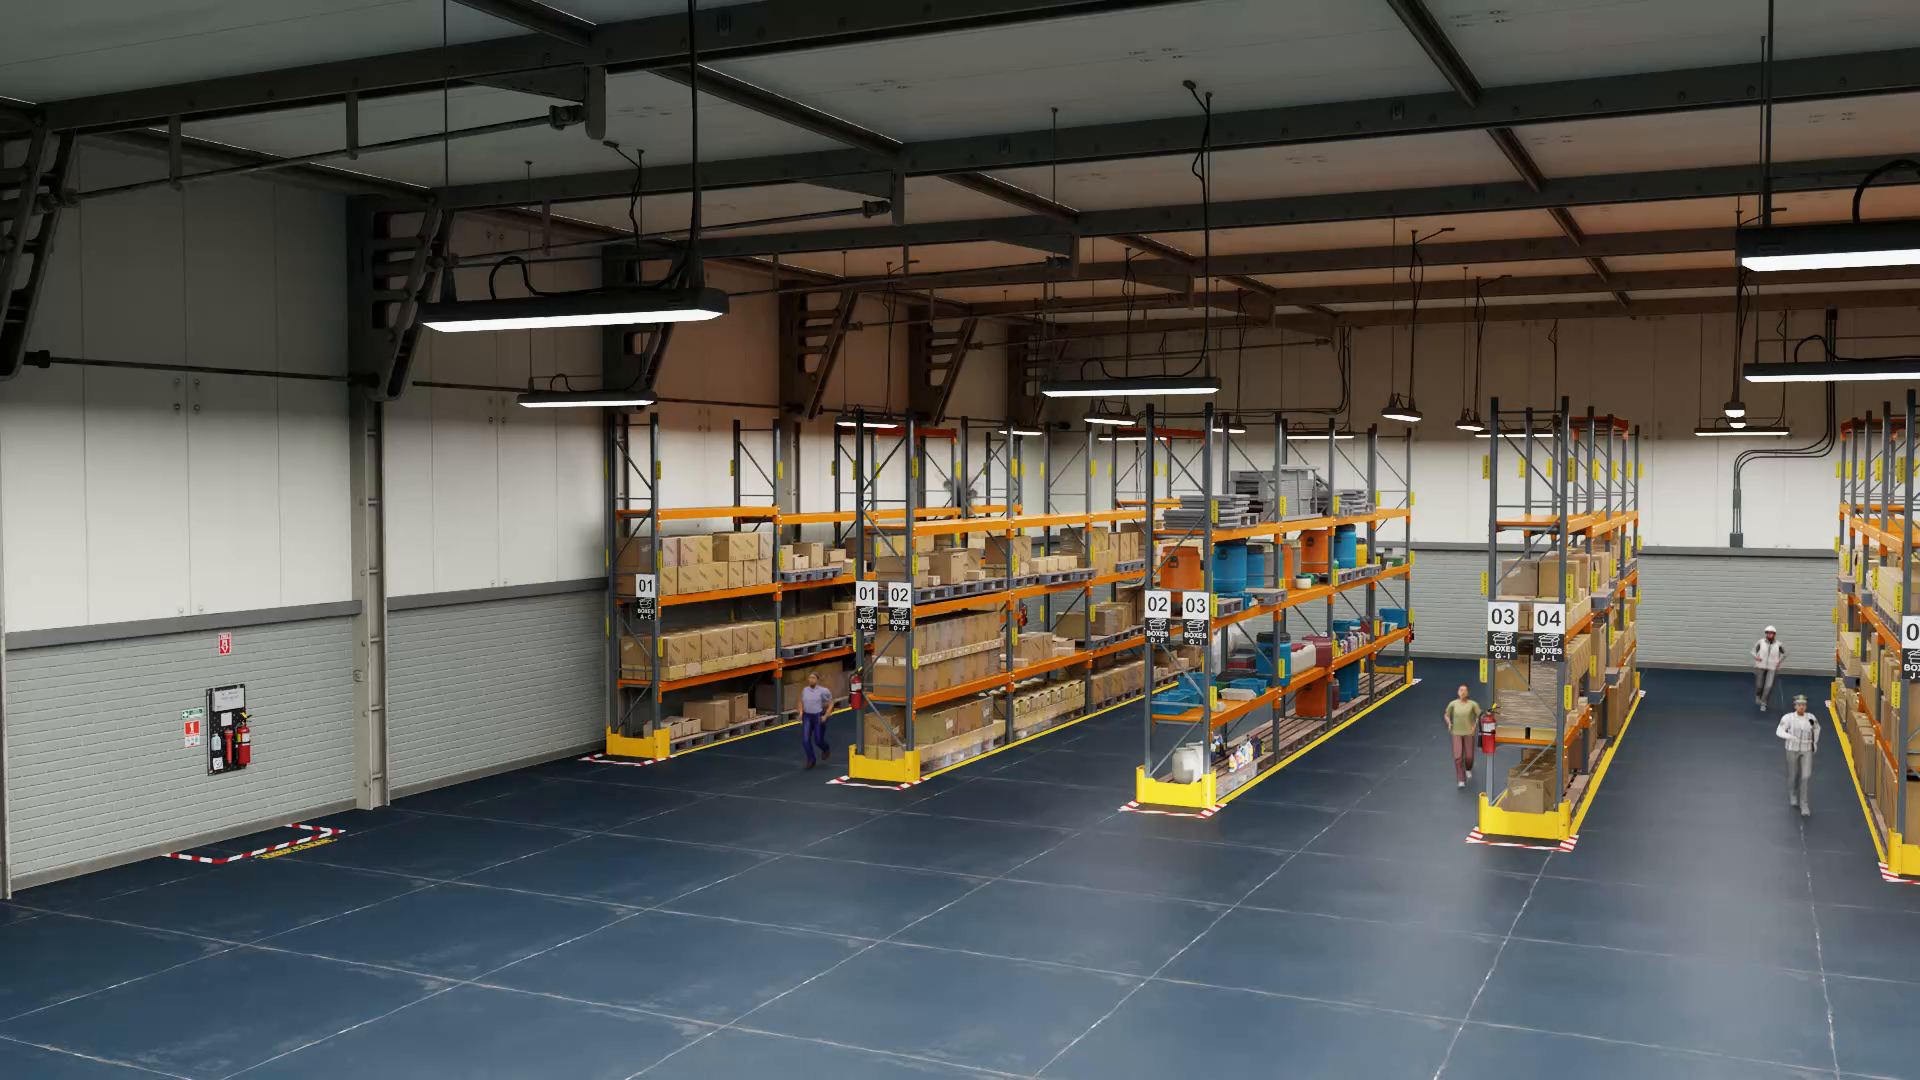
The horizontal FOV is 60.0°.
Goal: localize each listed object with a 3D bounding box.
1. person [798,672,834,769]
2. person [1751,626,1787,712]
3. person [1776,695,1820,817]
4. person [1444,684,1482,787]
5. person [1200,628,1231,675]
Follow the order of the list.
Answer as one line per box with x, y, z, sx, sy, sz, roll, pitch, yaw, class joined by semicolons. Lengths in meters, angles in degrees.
-2.431;3.020;28.039;0.646;1.606;0.617;1;2;16;person
16.880;2.676;34.722;0.673;1.770;0.823;1;3;28;person
12.306;3.129;24.413;0.597;1.717;0.821;1;3;23;person
7.965;3.078;26.348;0.578;1.617;0.579;1;3;20;person
5.558;2.616;36.269;0.670;1.742;0.599;1;2;13;person
